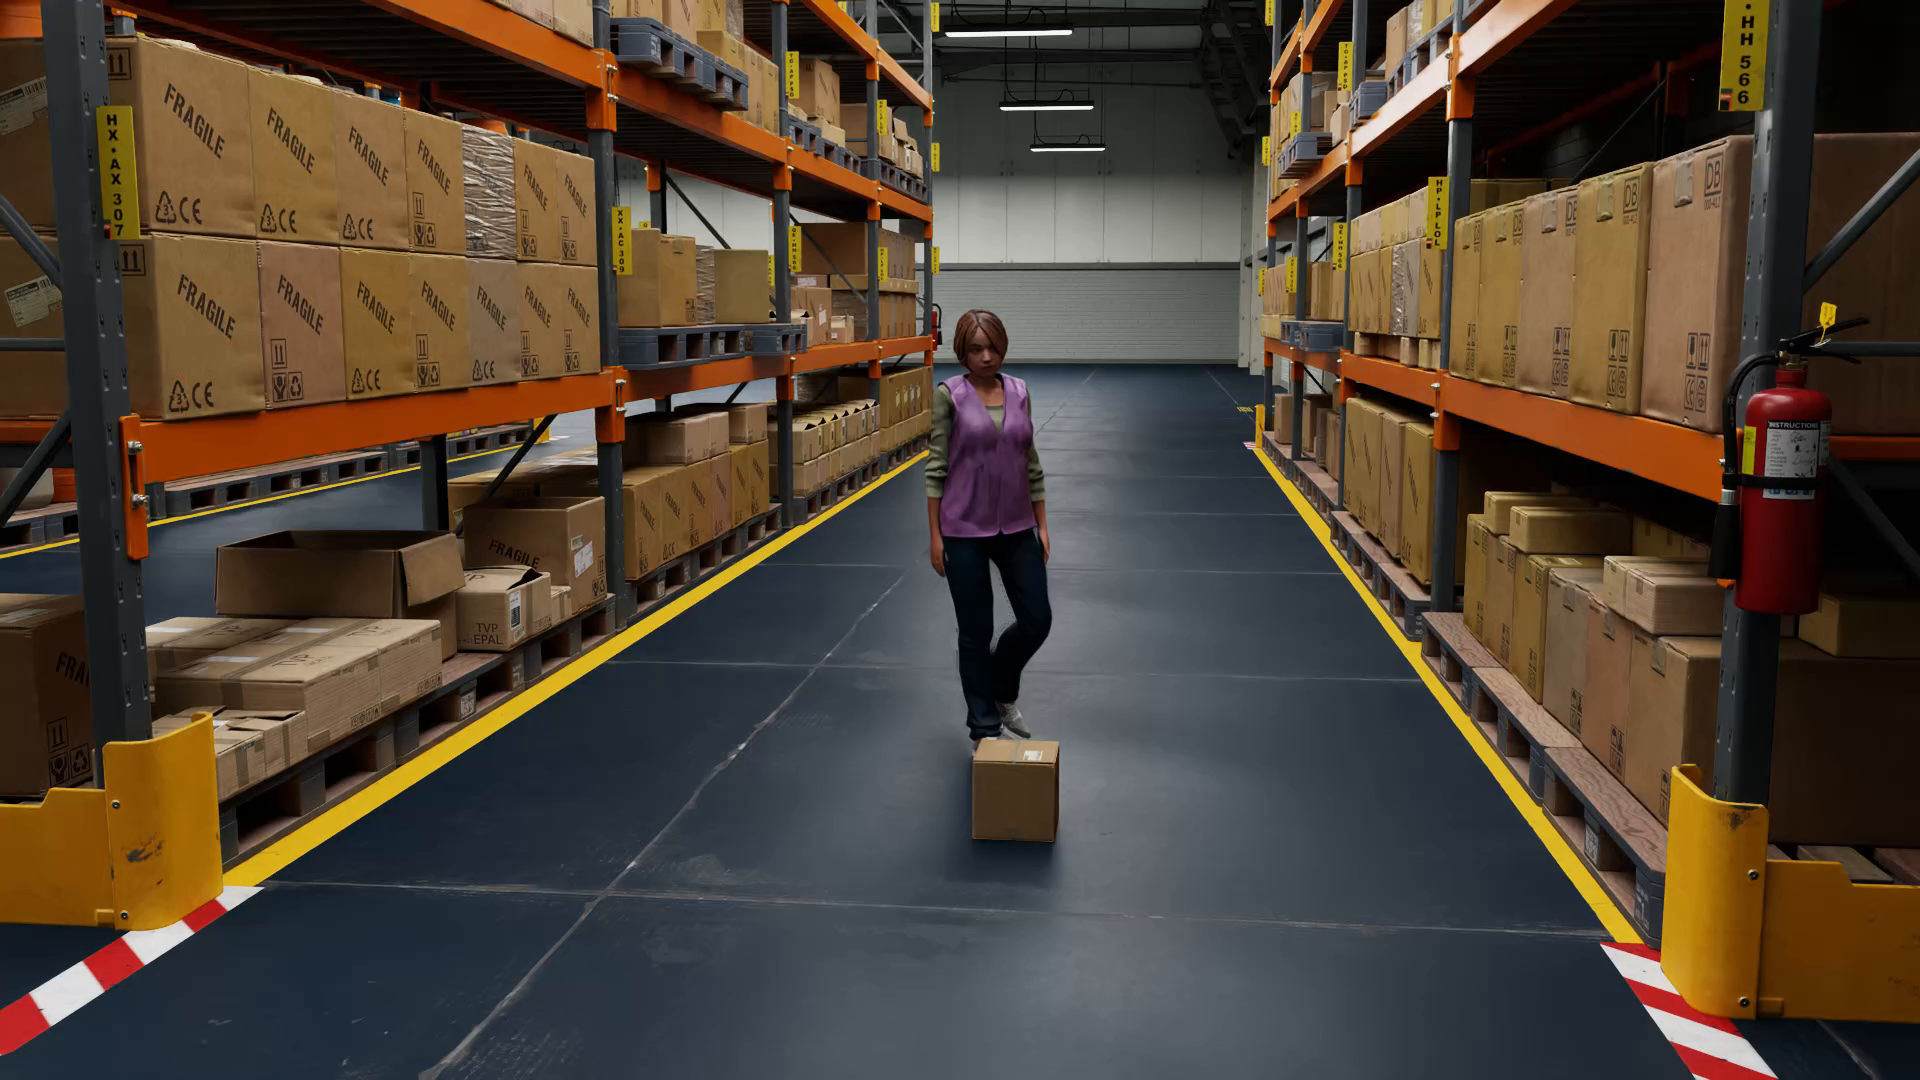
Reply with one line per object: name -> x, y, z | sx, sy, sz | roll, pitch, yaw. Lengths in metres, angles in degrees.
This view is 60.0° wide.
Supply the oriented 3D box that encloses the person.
person -> 0.094, -0.010, 5.844 | 0.432, 1.588, 0.441 | -3, 8, -21
